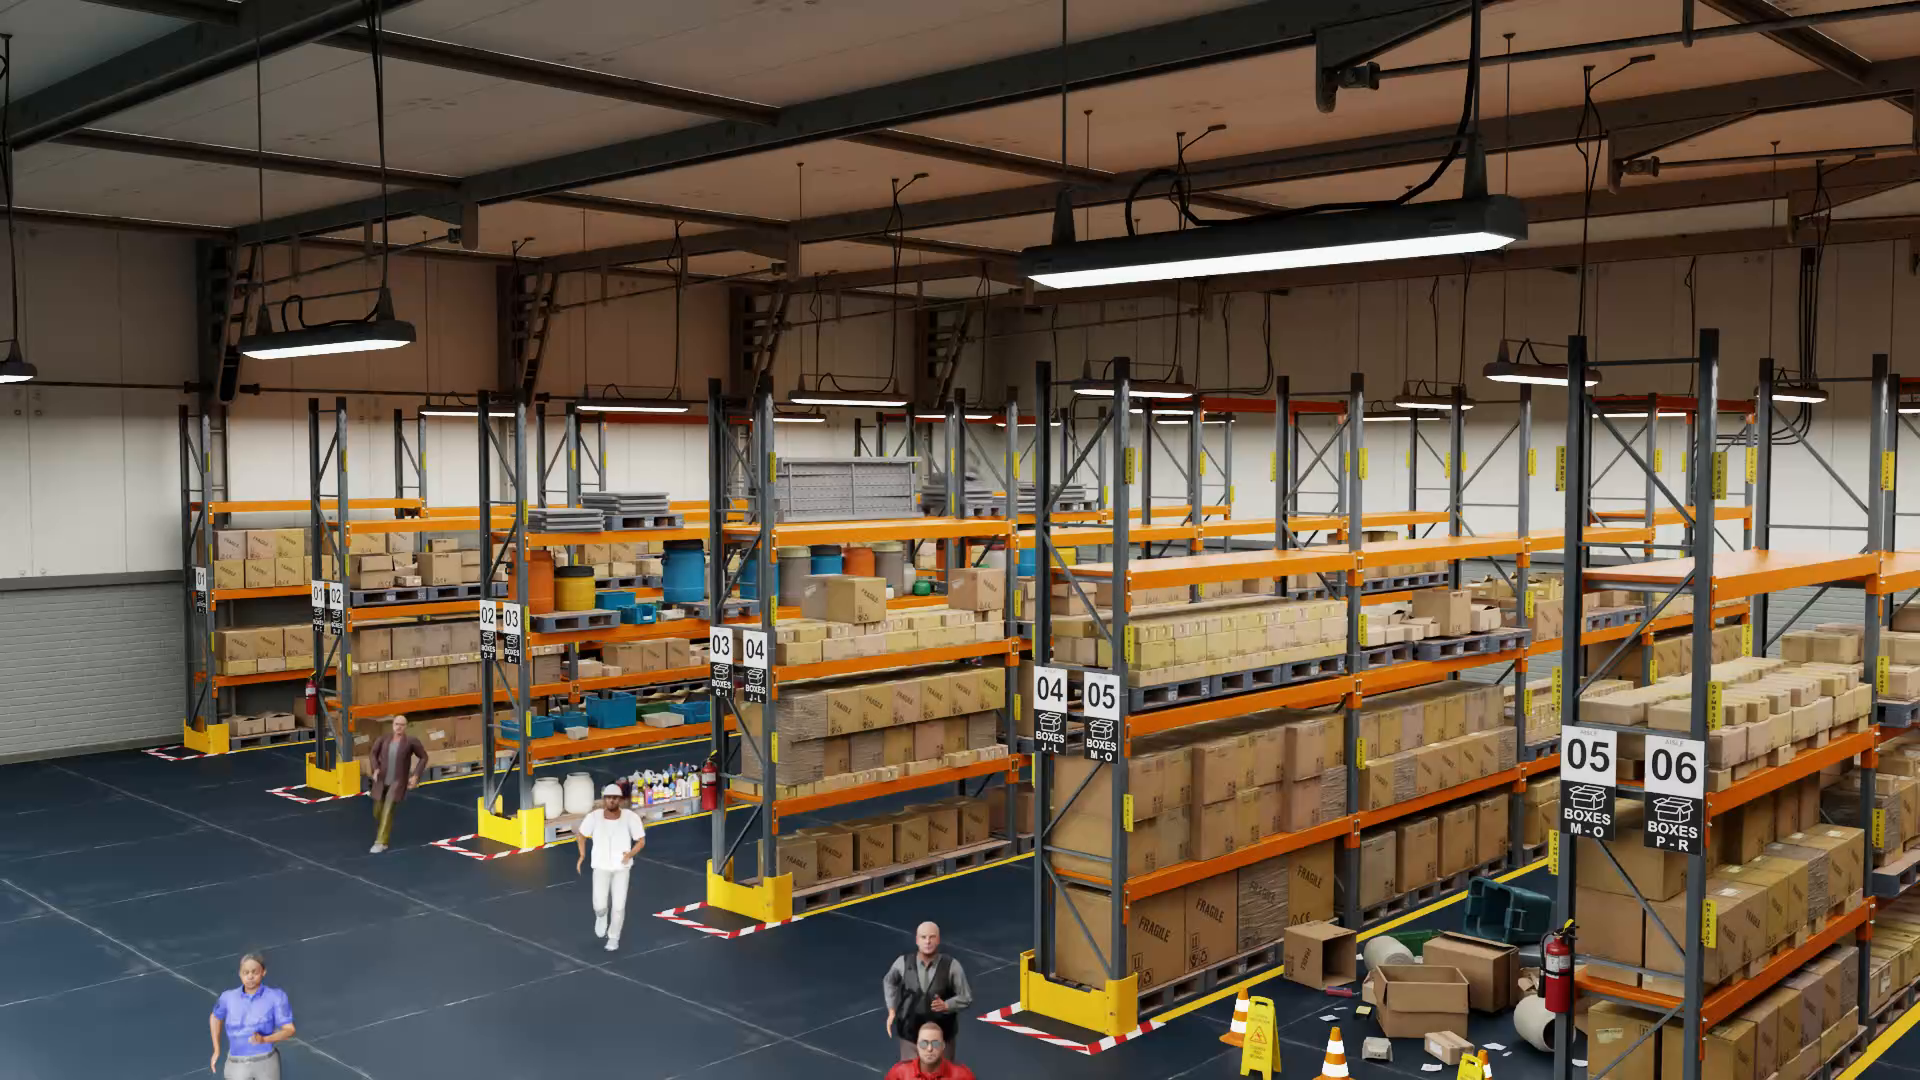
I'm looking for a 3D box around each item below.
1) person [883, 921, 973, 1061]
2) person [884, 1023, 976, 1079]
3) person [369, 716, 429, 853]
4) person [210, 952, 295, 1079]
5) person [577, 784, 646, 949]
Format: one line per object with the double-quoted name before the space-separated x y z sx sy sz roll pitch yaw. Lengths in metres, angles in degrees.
"person" -0.237 3.638 12.122 0.655 1.712 0.967 0 3 -2
"person" -0.185 3.783 10.124 0.673 1.715 0.673 0 3 3
"person" -7.342 3.199 21.725 0.771 1.655 0.810 0 3 0
"person" -4.922 3.714 11.579 0.562 1.669 0.885 -1 3 -20
"person" -3.622 3.396 17.265 0.706 1.722 0.580 0 3 -8
